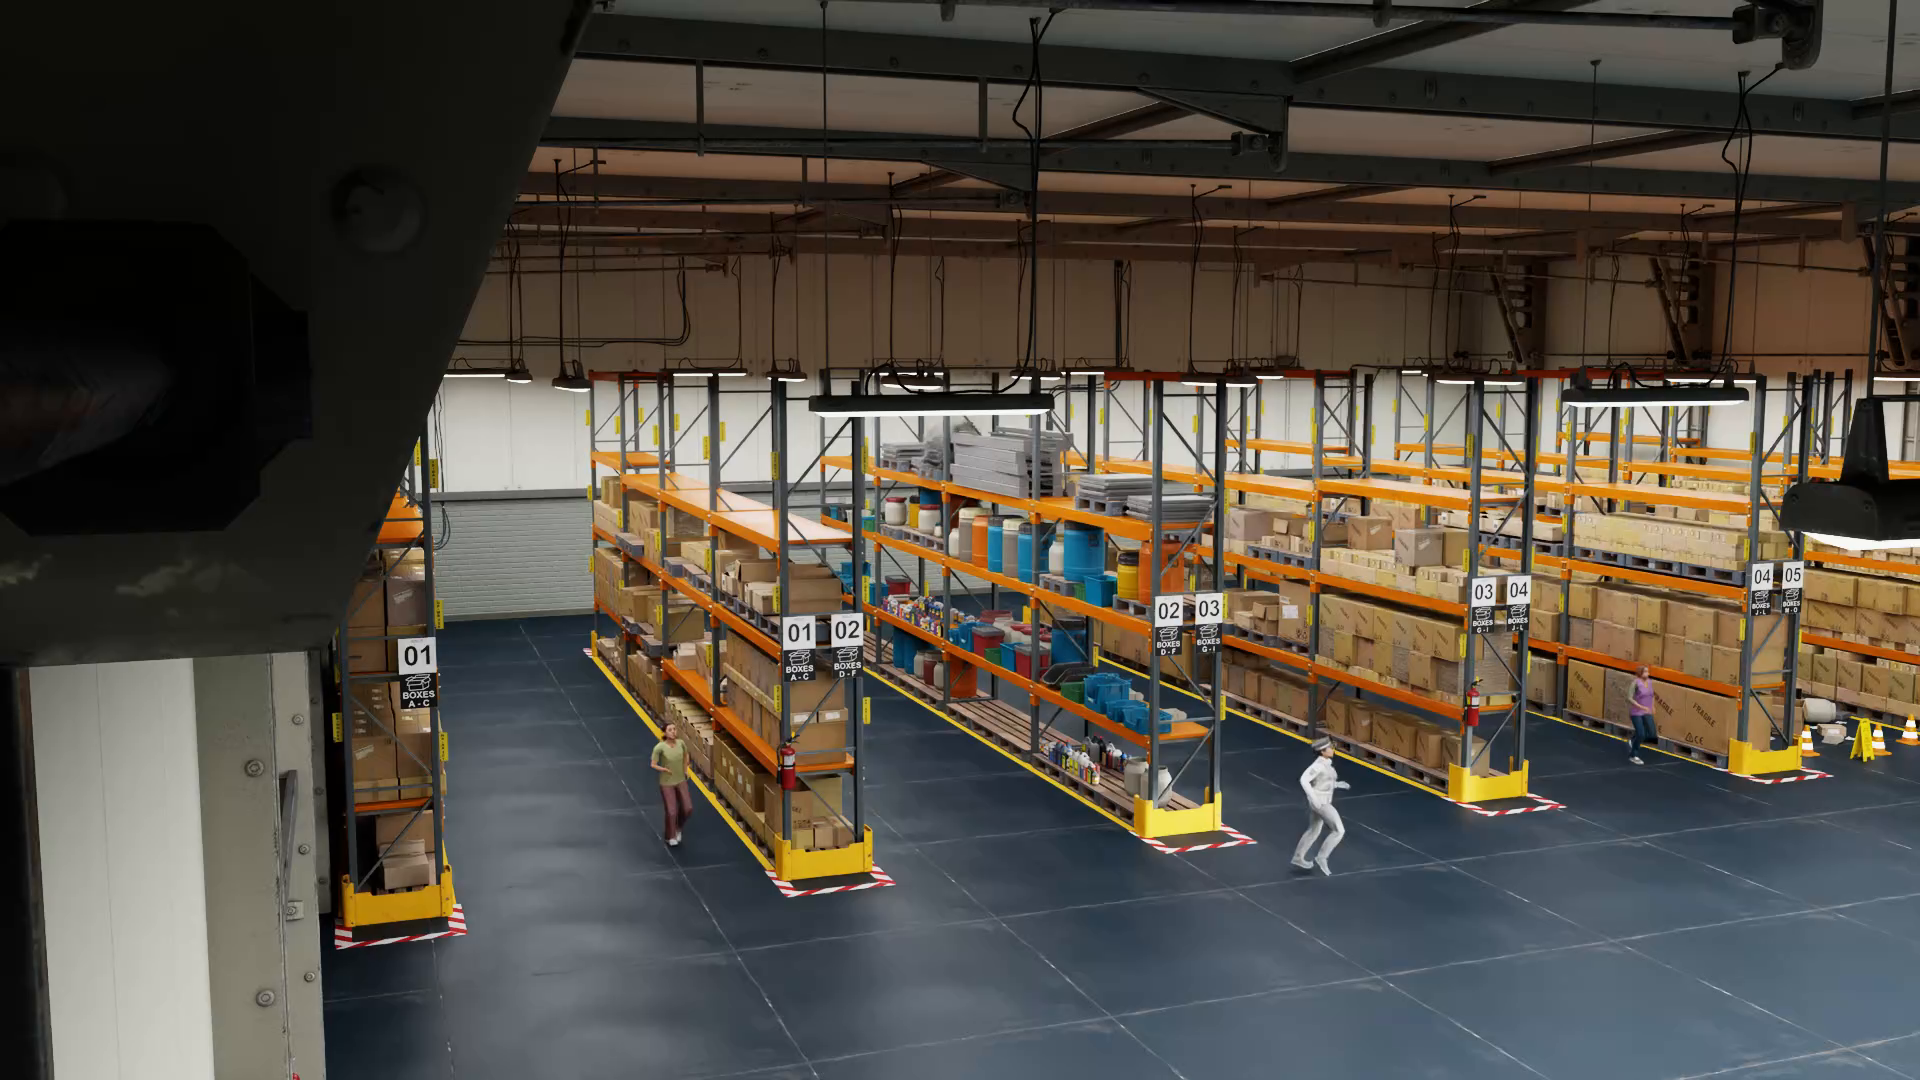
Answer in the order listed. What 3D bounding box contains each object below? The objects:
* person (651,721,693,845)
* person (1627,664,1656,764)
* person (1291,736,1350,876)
[{"bbox_3d":[-3.664,3.132,21.344,0.570,1.627,0.526,-4,7,-30],"label":"person"},{"bbox_3d":[10.552,2.690,25.723,0.584,1.558,0.567,-3,7,-23],"label":"person"},{"bbox_3d":[4.414,3.233,20.322,0.679,1.716,0.588,2,7,14],"label":"person"}]
